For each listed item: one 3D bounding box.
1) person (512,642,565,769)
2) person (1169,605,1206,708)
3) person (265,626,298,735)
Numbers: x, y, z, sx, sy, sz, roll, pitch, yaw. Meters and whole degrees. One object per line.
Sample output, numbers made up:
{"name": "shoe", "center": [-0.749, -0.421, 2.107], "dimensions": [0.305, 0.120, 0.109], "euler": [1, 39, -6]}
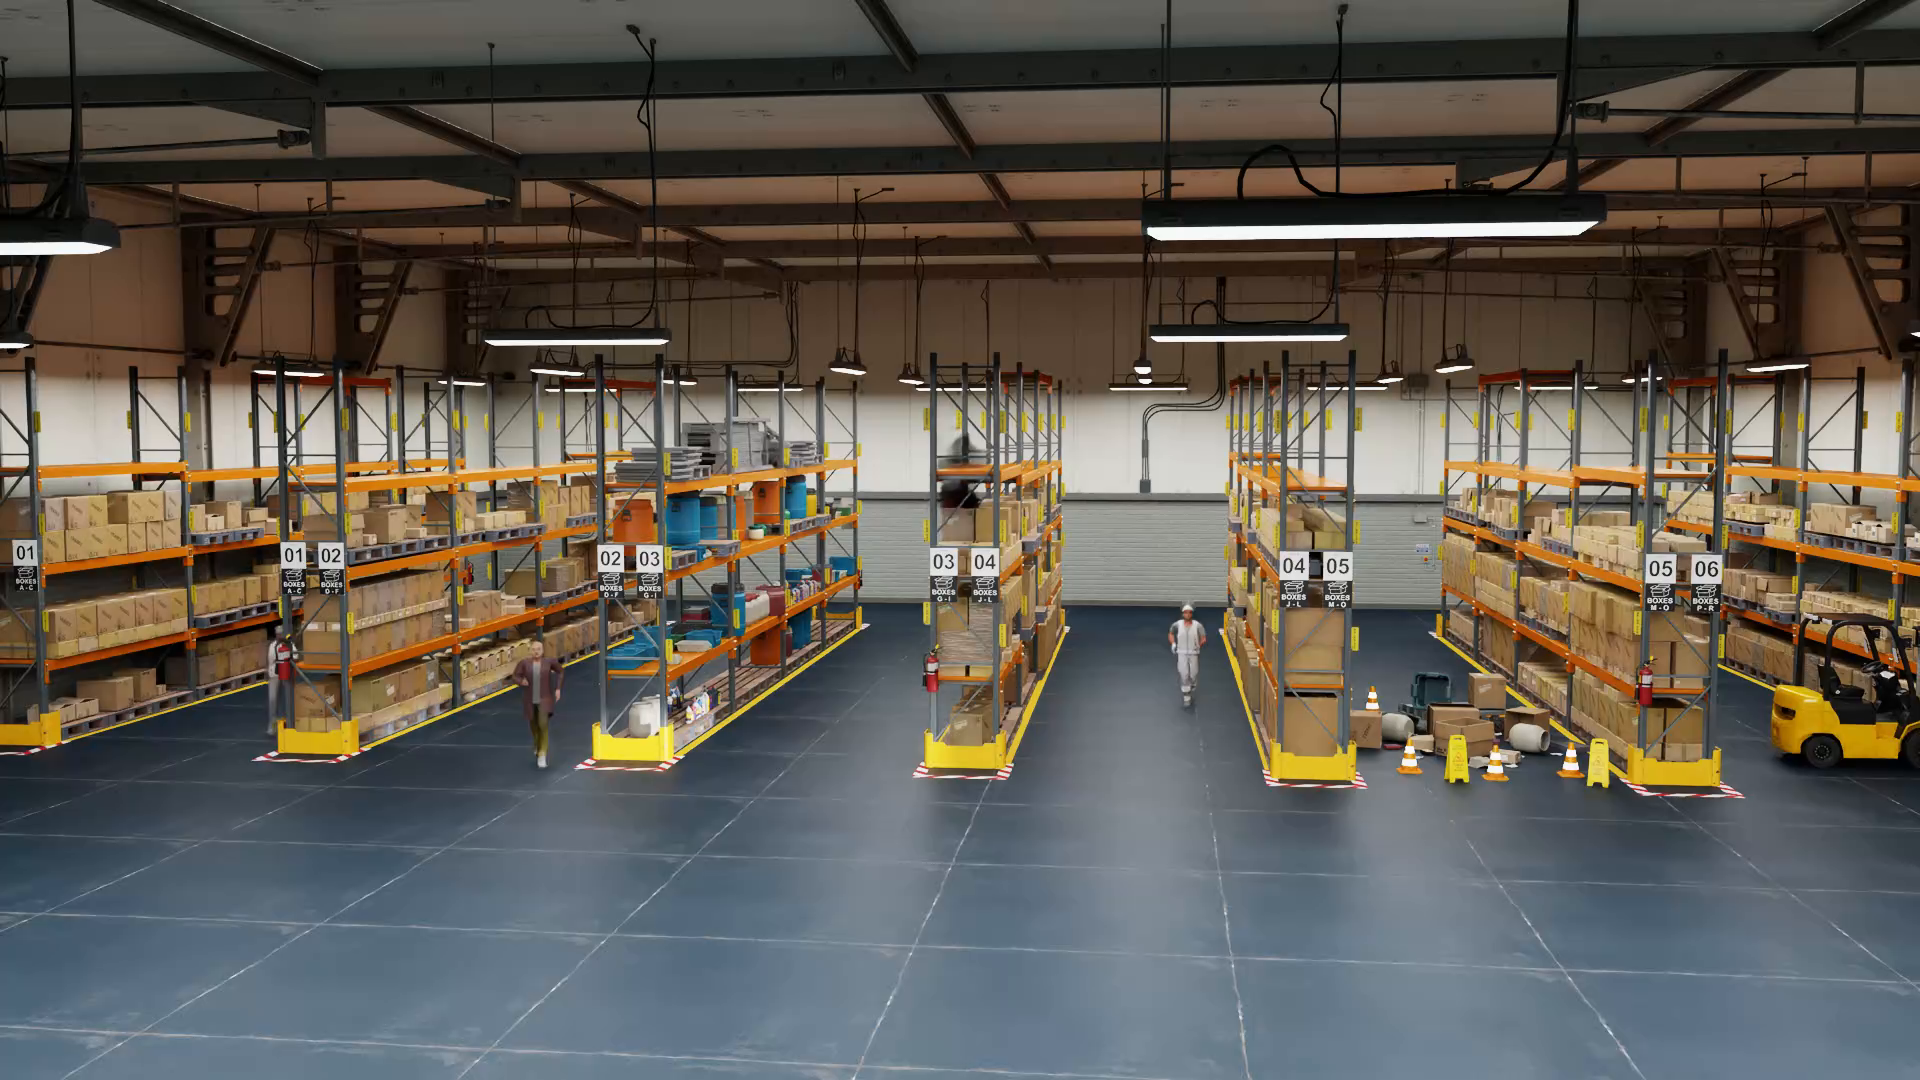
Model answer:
{"name": "person", "center": [-6.213, 2.383, 24.468], "dimensions": [0.736, 1.802, 0.993], "euler": [0, 4, -3]}
{"name": "person", "center": [4.022, 2.034, 29.438], "dimensions": [0.663, 1.778, 0.802], "euler": [1, 4, 8]}
{"name": "person", "center": [-10.987, 2.235, 26.936], "dimensions": [0.562, 1.721, 0.867], "euler": [0, 4, -3]}
